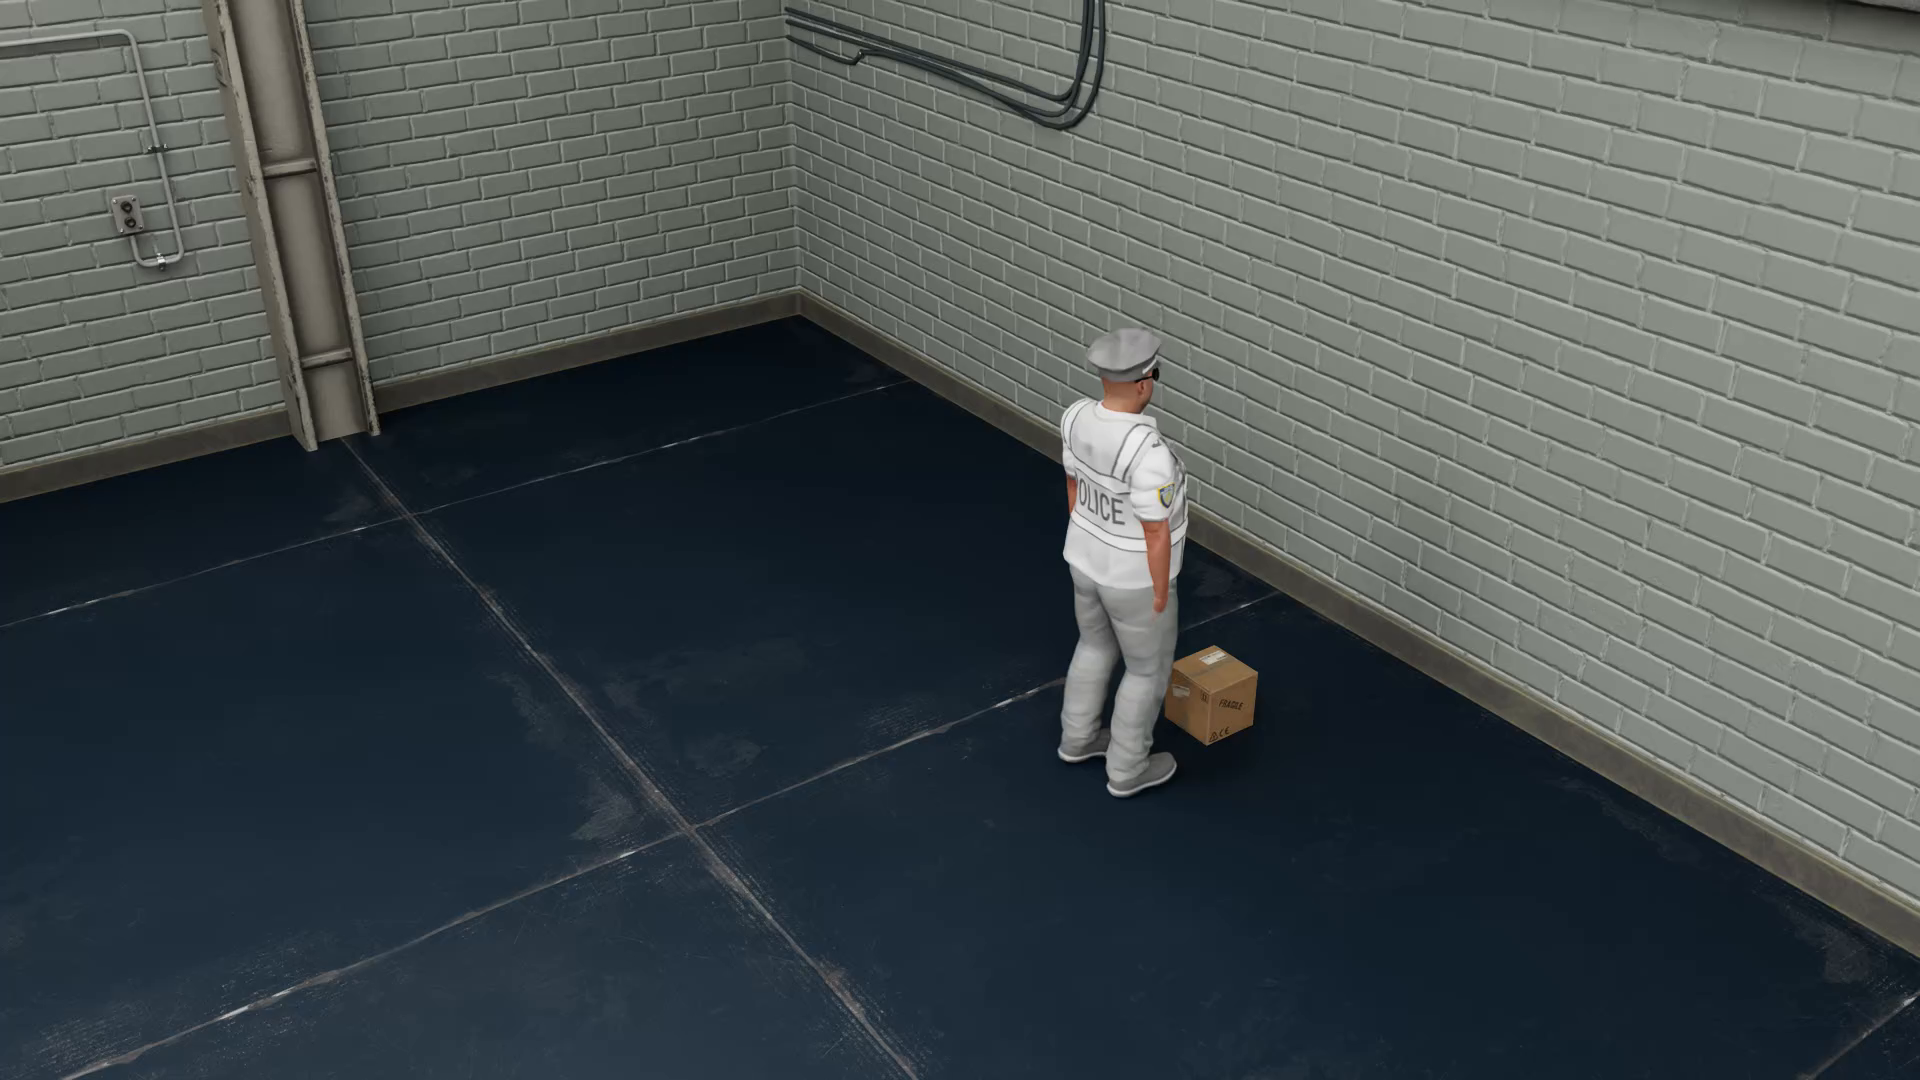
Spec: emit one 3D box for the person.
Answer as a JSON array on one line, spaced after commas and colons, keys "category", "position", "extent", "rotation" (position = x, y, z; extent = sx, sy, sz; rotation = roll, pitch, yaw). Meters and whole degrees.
[{"category": "person", "position": [0.587, 0.083, 5.962], "extent": [0.393, 1.762, 0.526], "rotation": [-18, 33, -30]}]
